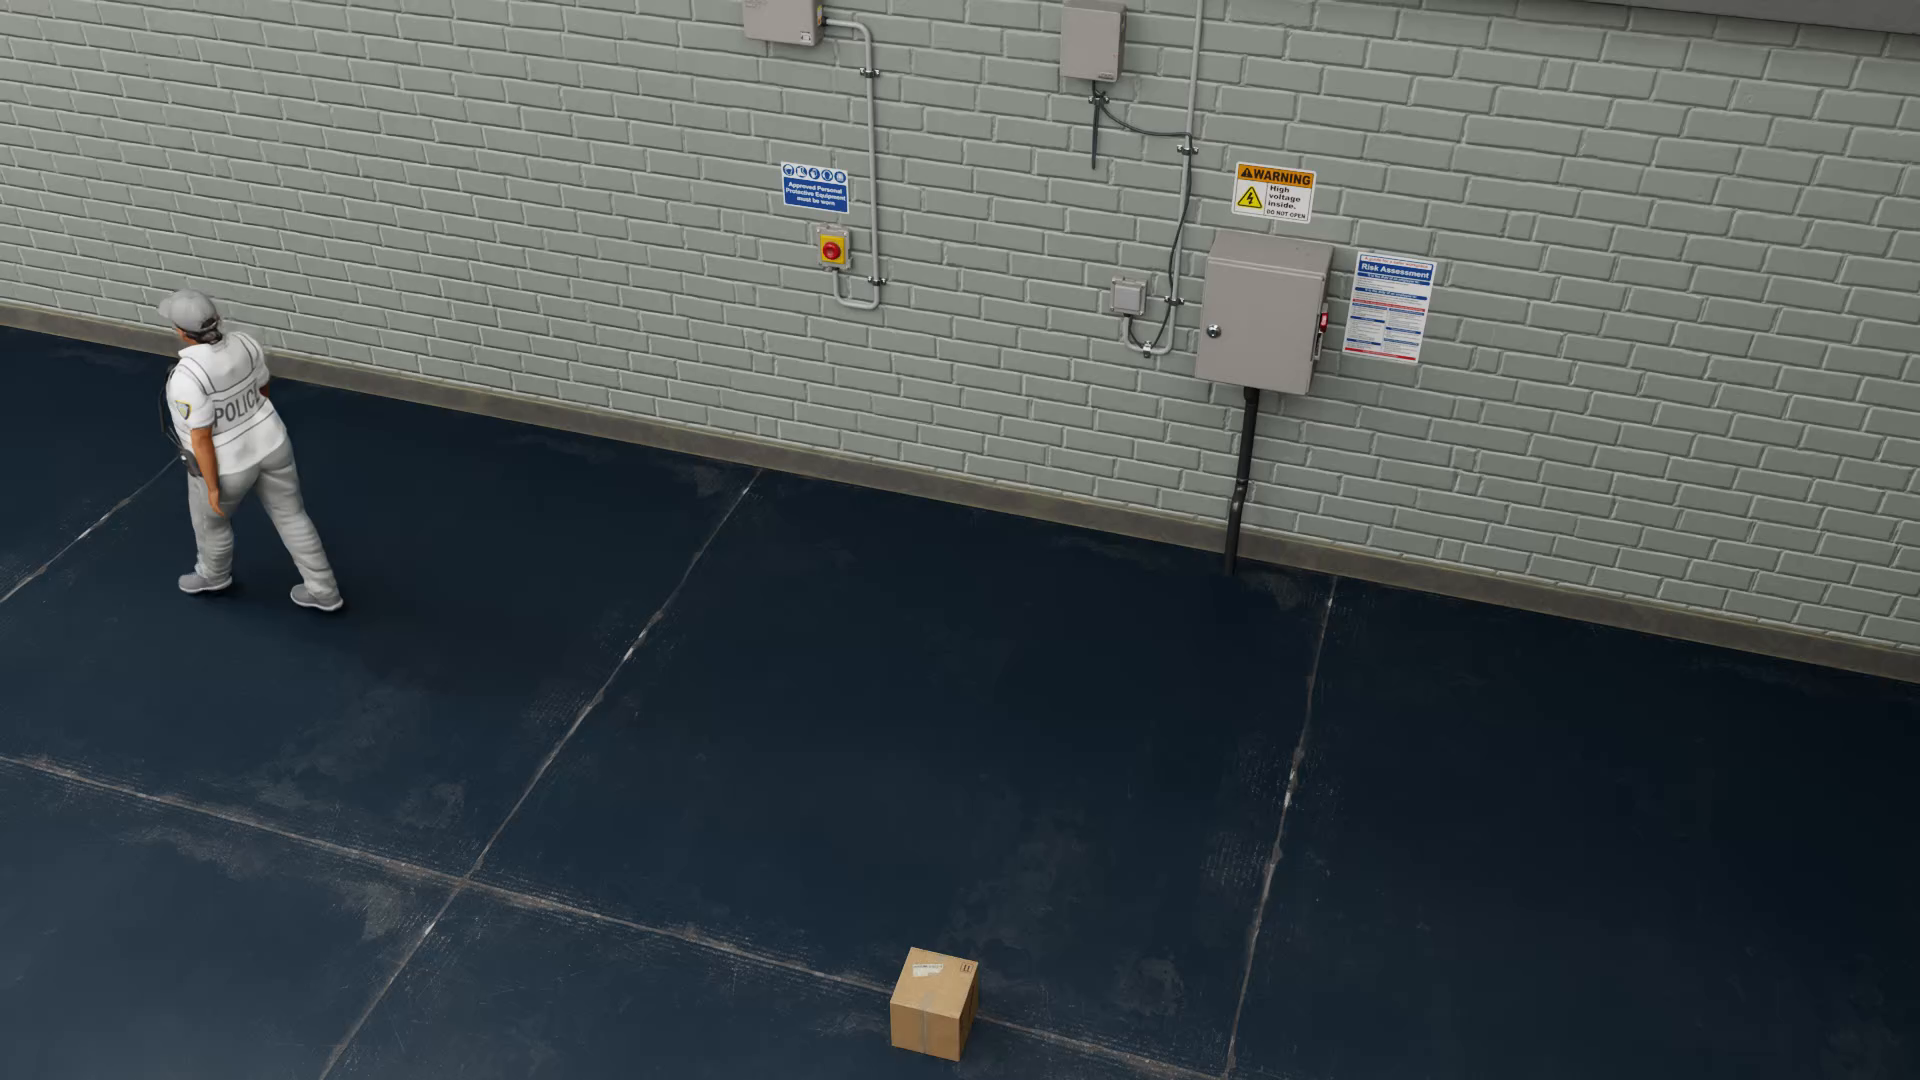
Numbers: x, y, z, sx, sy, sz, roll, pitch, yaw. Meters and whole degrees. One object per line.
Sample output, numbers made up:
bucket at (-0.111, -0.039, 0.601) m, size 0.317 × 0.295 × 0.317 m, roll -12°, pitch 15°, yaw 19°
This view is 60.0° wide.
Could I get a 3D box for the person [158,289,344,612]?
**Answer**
person at (-3.274, -0.409, 7.420) m, size 0.865 × 1.649 × 0.512 m, roll 20°, pitch 42°, yaw 25°
